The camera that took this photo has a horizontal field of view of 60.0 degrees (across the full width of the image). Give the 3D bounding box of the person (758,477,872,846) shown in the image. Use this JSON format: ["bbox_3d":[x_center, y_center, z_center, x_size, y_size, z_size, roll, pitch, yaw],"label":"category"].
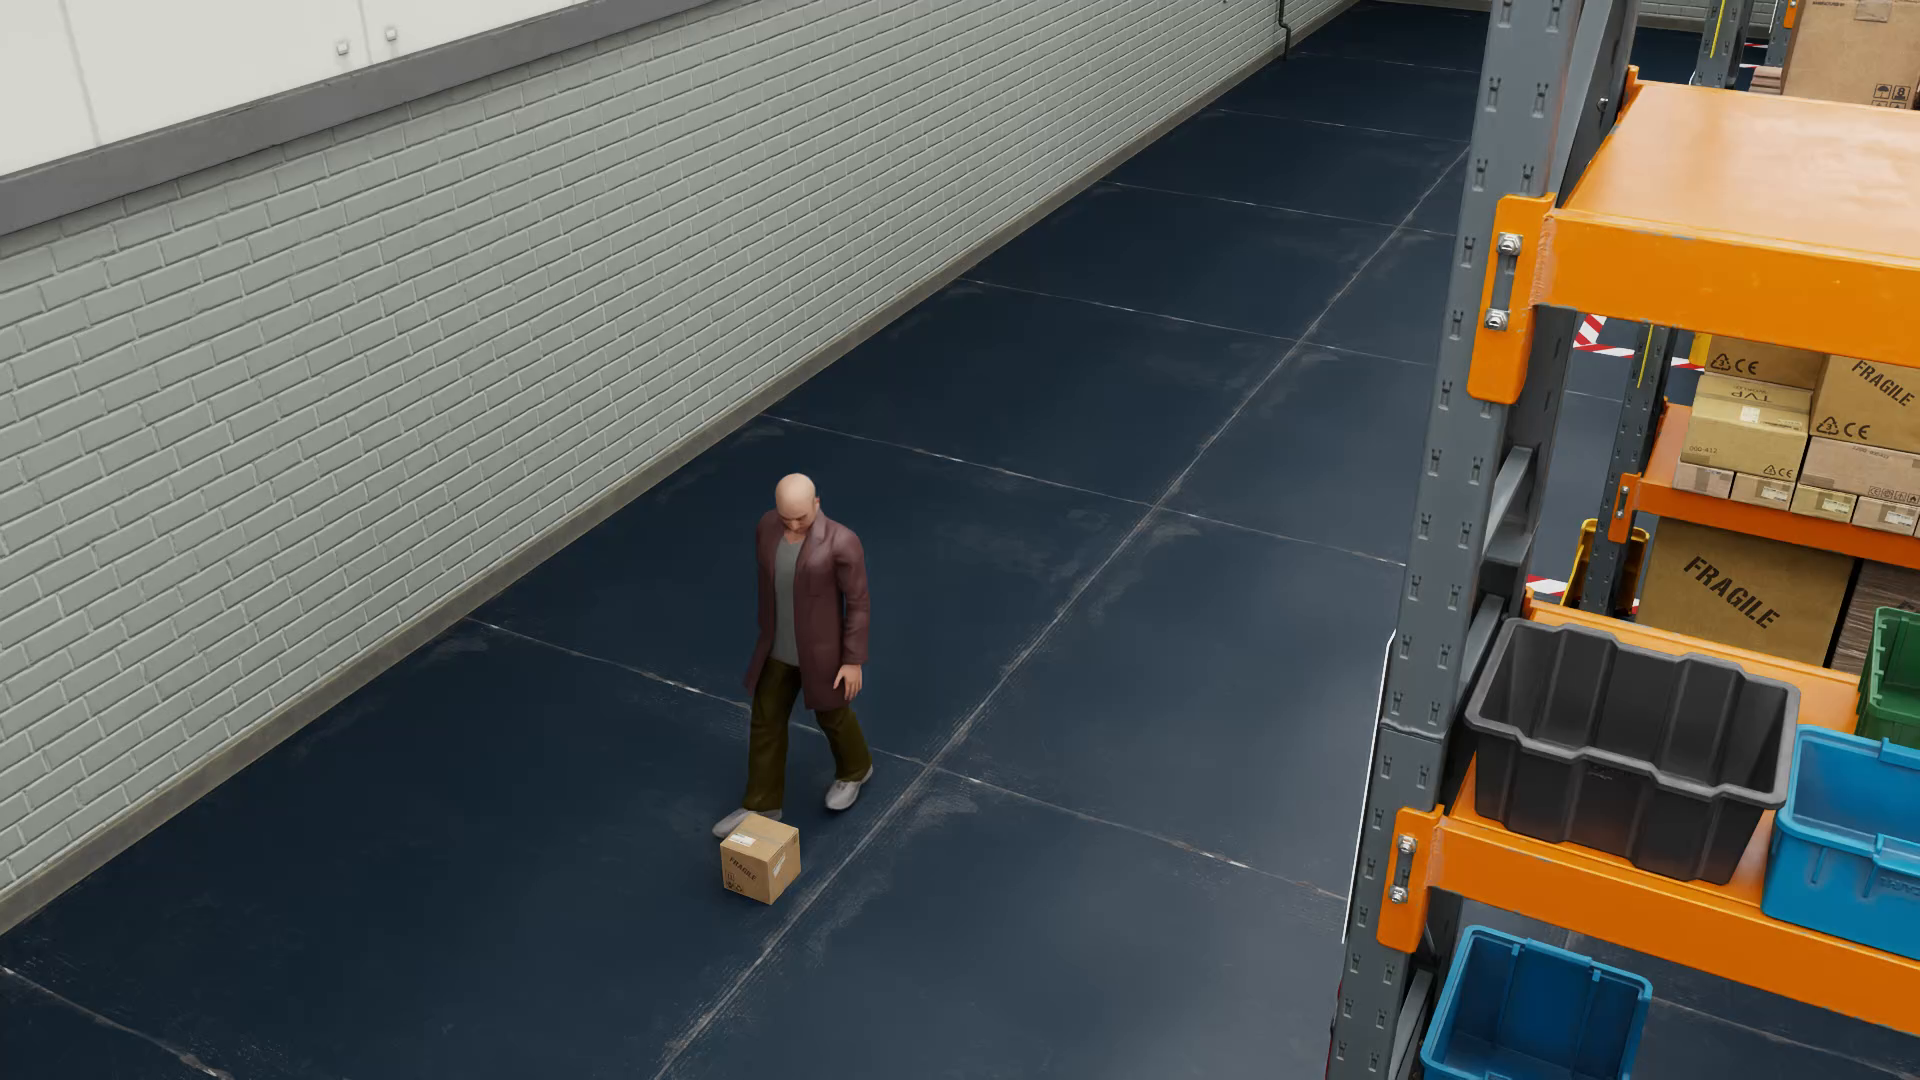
[{"bbox_3d":[-0.646,0.542,7.386,0.563,1.799,0.405,15,33,25],"label":"person"}]
